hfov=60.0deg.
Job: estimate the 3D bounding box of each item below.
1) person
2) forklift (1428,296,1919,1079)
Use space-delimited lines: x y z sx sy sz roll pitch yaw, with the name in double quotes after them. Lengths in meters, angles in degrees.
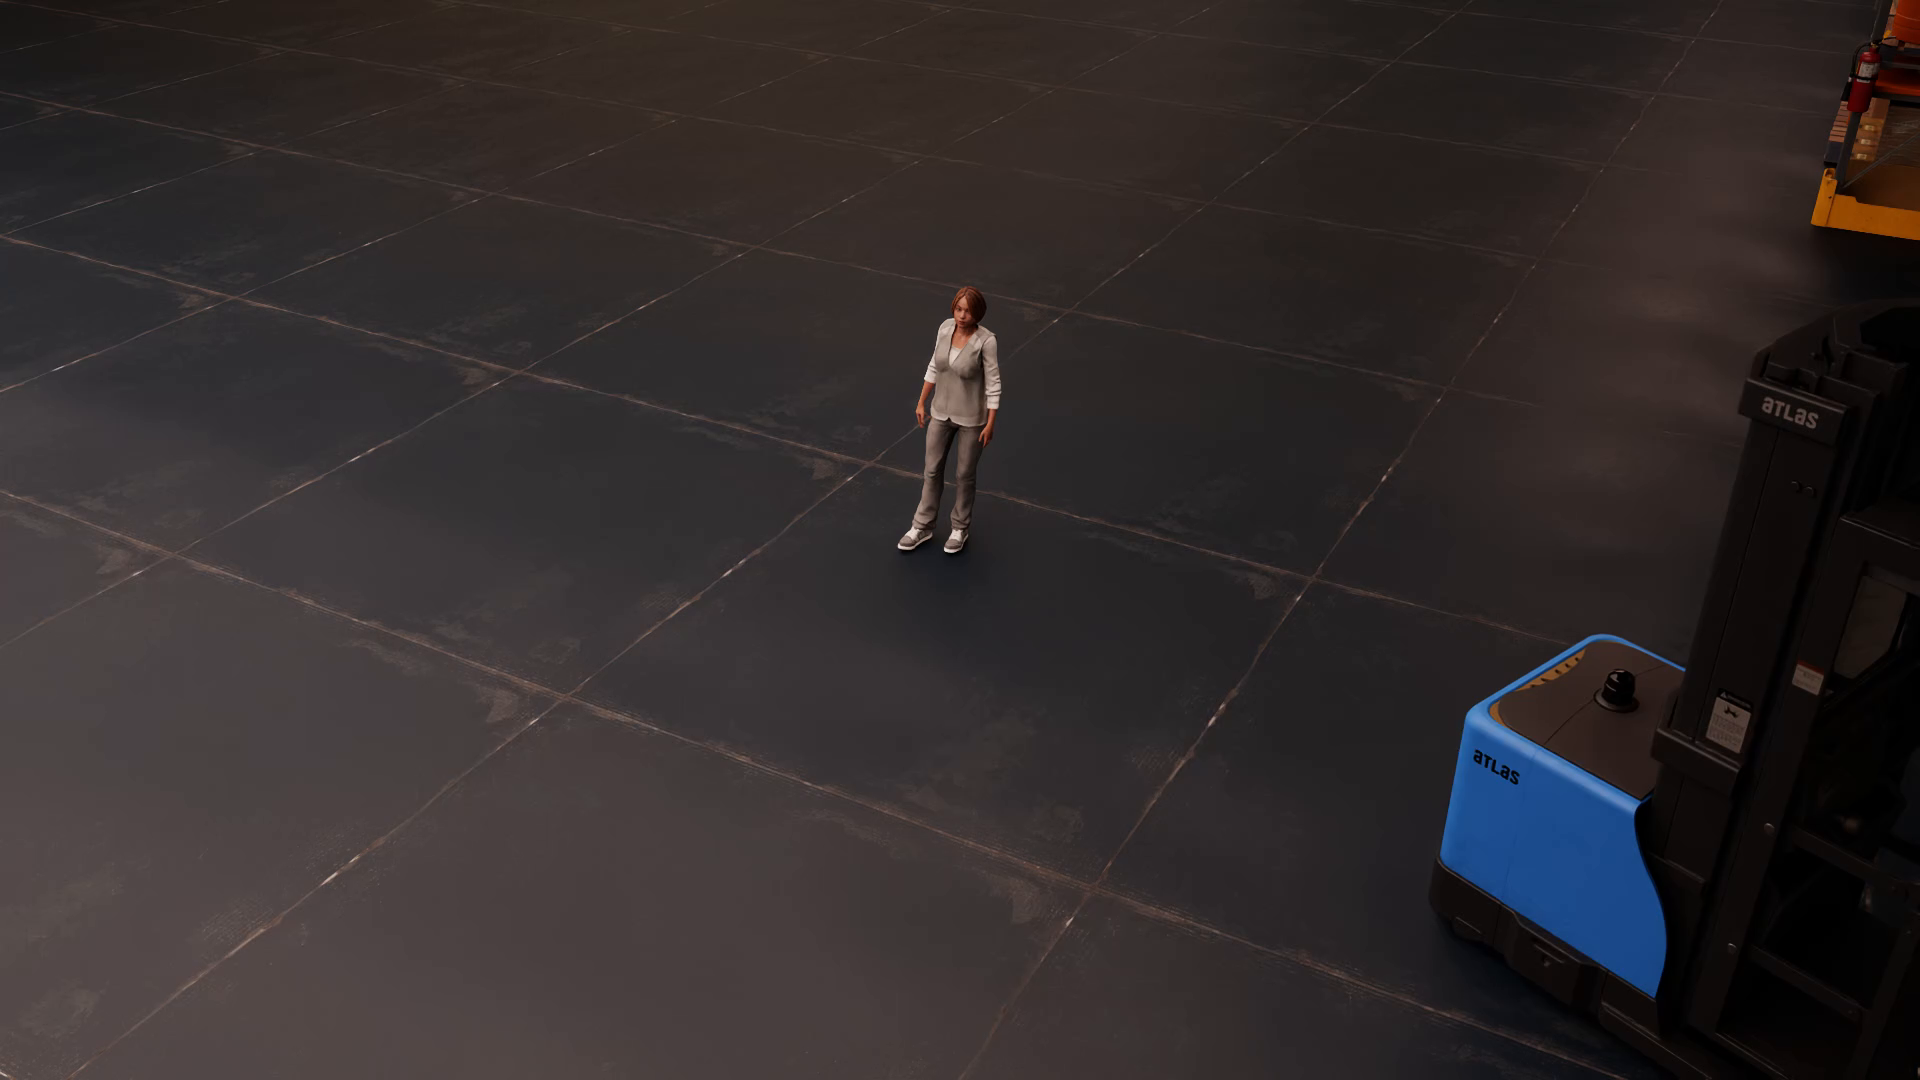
-0.049 -0.669 9.549 0.520 1.599 0.473 15 33 25 "person"
3.334 0.768 5.740 1.130 2.935 3.031 -22 37 -33 "forklift"
